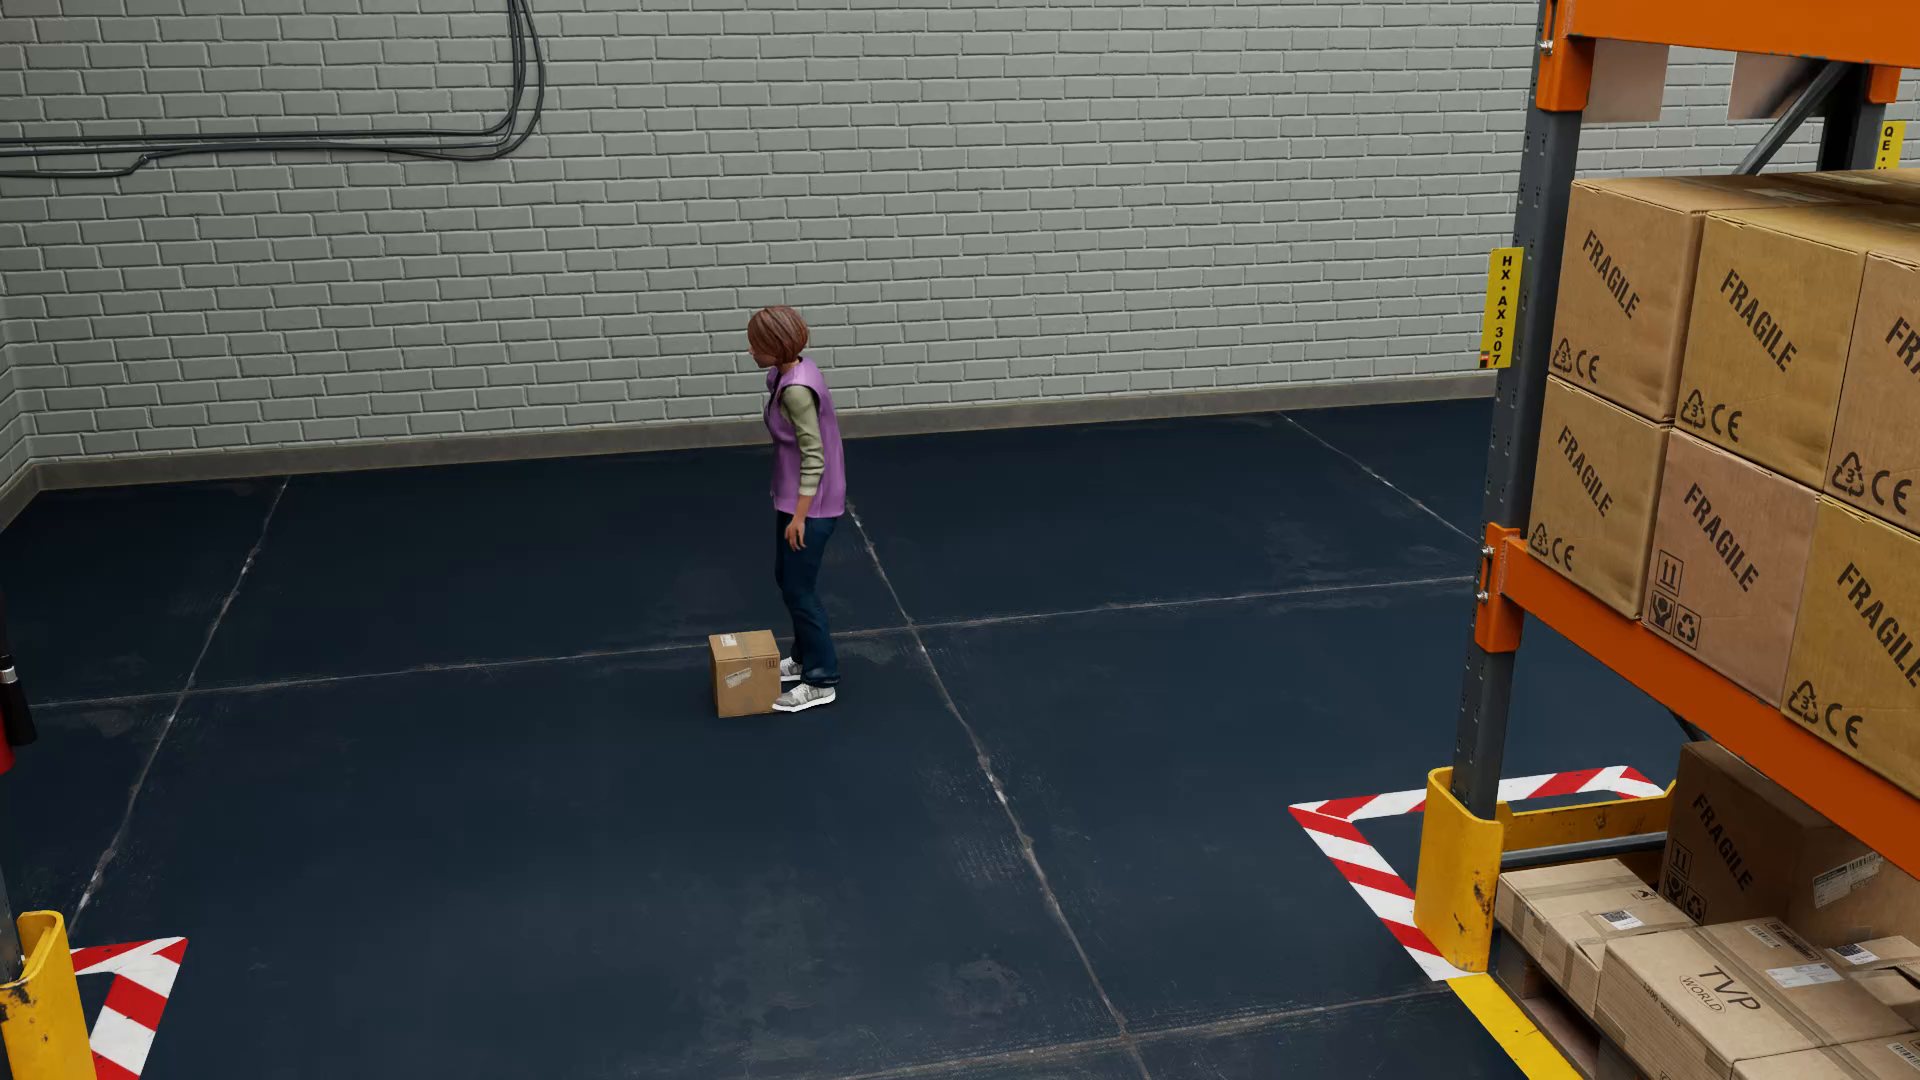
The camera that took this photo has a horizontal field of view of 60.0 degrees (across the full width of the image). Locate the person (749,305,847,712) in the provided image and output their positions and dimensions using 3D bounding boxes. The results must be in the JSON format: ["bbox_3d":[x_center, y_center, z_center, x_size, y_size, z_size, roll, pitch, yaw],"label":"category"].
[{"bbox_3d":[-0.618,-0.125,6.434,0.346,1.593,0.460,-4,20,-12],"label":"person"}]
